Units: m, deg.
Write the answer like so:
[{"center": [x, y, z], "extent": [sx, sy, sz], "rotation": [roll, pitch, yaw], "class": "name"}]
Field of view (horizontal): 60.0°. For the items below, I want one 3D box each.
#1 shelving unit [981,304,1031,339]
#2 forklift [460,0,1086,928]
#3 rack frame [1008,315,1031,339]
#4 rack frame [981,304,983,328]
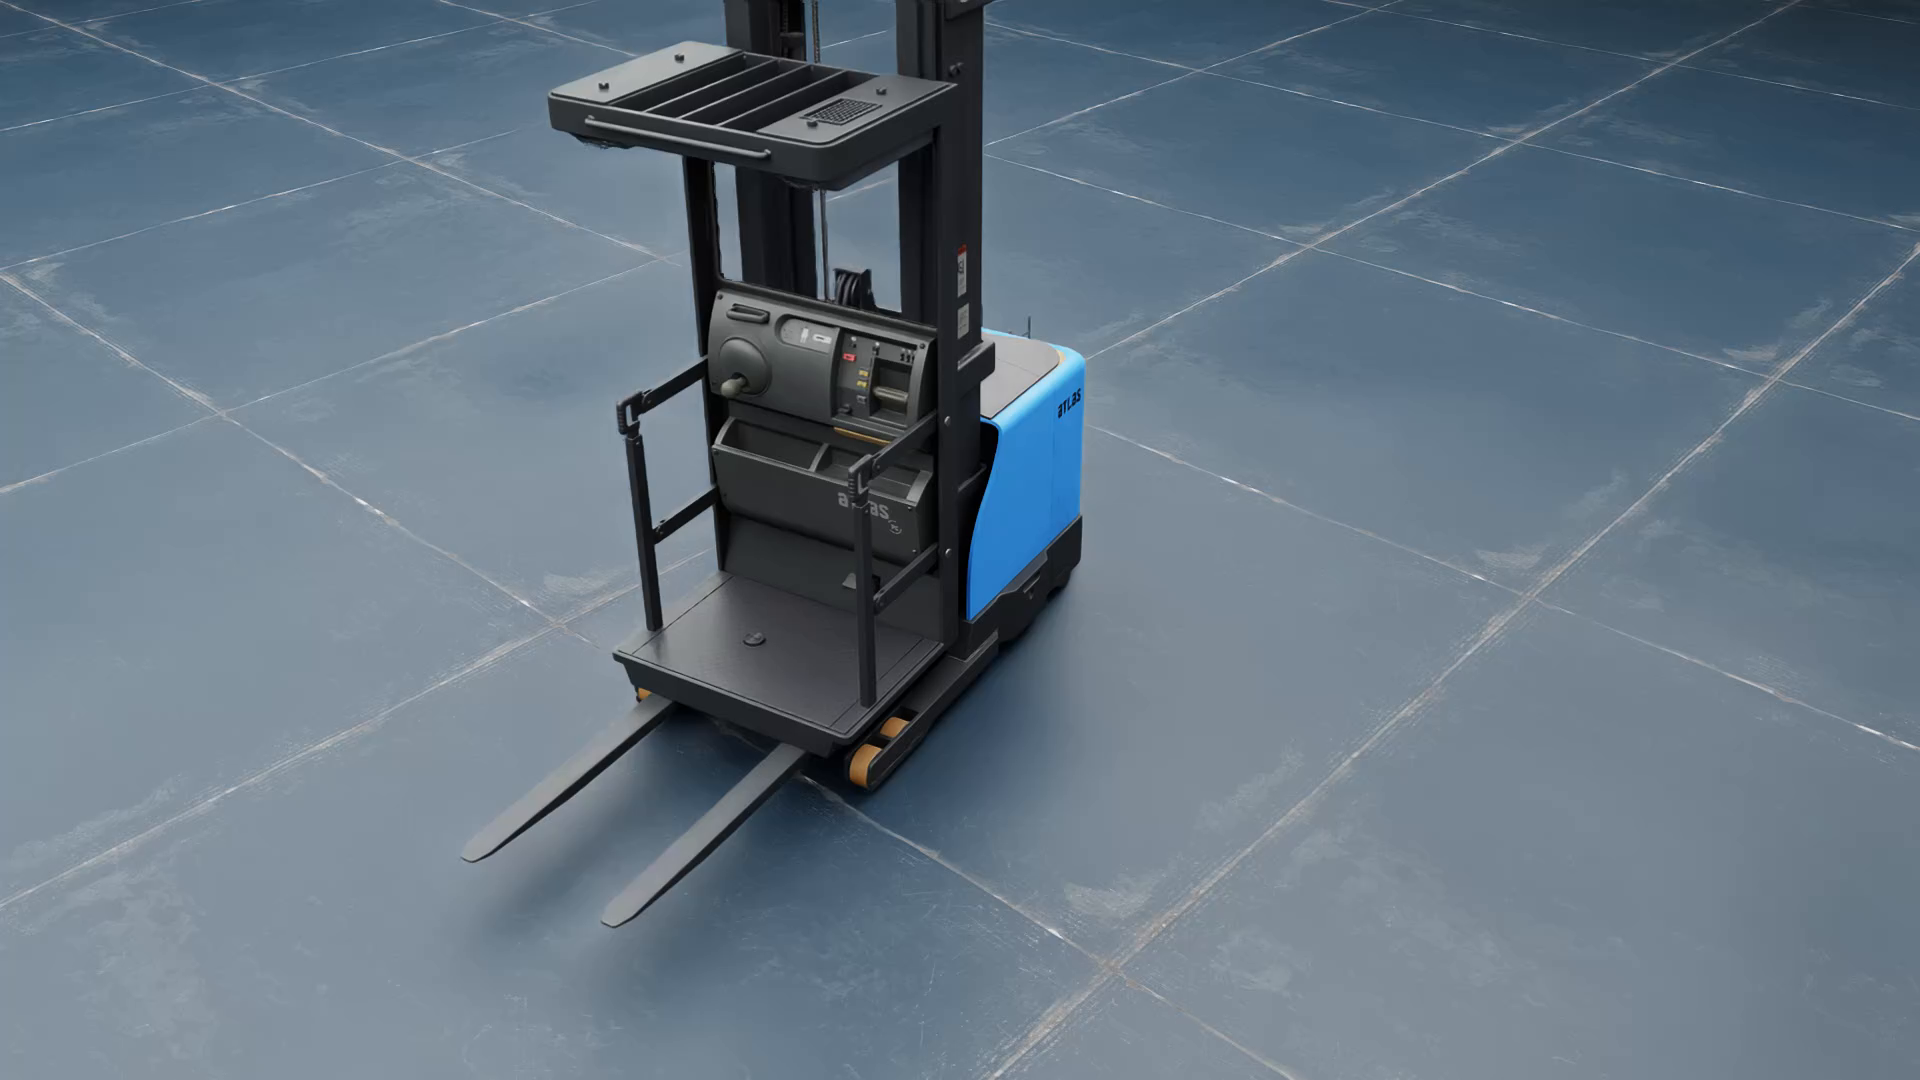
[{"center": [0.156, -0.533, 7.618], "extent": [0.252, 1.050, 0.215], "rotation": [17, 35, 25], "class": "shelving unit"}, {"center": [-0.629, -0.597, 5.900], "extent": [1.130, 2.935, 3.031], "rotation": [17, 35, 25], "class": "forklift"}, {"center": [0.262, -0.502, 7.566], "extent": [0.008, 1.050, 0.200], "rotation": [17, 35, 25], "class": "rack frame"}, {"center": [0.050, -0.565, 7.670], "extent": [0.008, 1.050, 0.200], "rotation": [17, 35, 25], "class": "rack frame"}]
